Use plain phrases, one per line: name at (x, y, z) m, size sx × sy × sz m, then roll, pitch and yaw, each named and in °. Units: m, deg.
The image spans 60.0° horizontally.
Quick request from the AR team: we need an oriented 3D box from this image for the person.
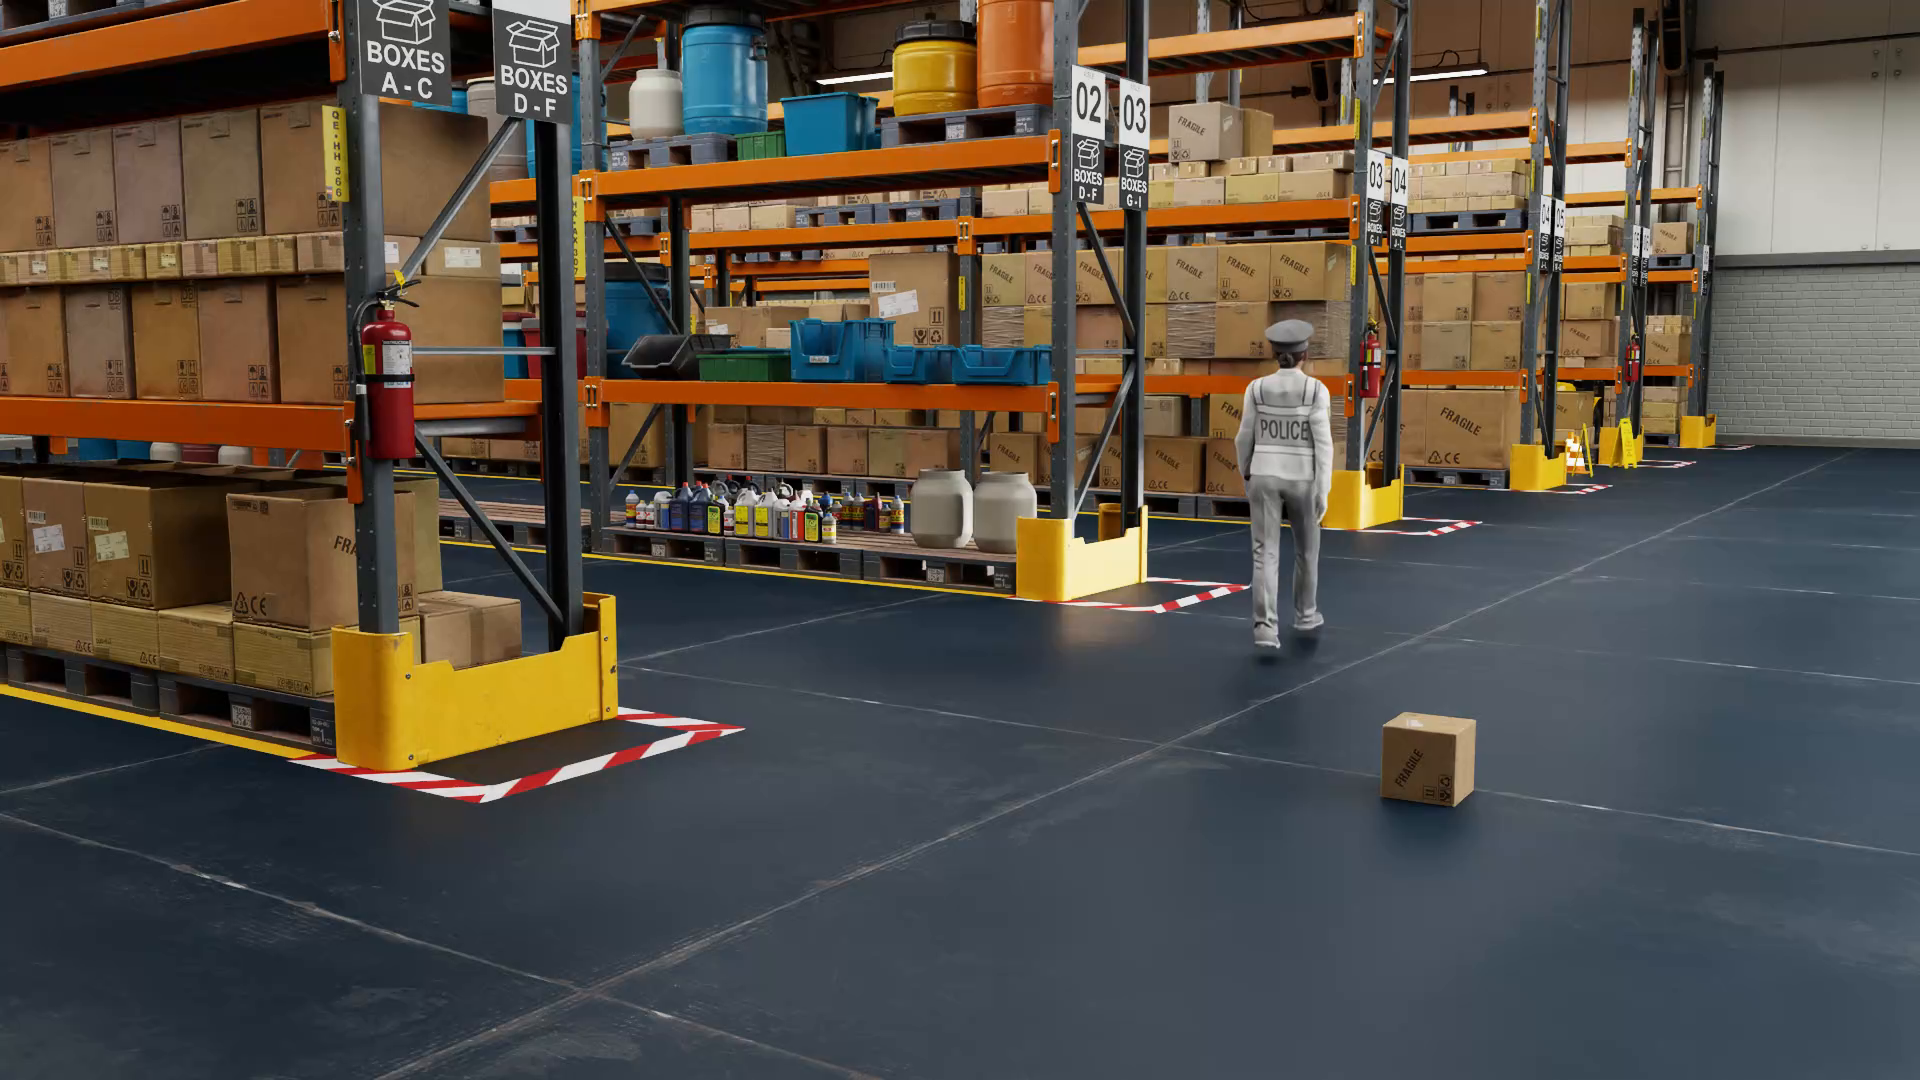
person at (1.645, -0.303, 8.447) m, size 0.503 × 1.626 × 1.012 m, roll 2°, pitch 7°, yaw 16°
